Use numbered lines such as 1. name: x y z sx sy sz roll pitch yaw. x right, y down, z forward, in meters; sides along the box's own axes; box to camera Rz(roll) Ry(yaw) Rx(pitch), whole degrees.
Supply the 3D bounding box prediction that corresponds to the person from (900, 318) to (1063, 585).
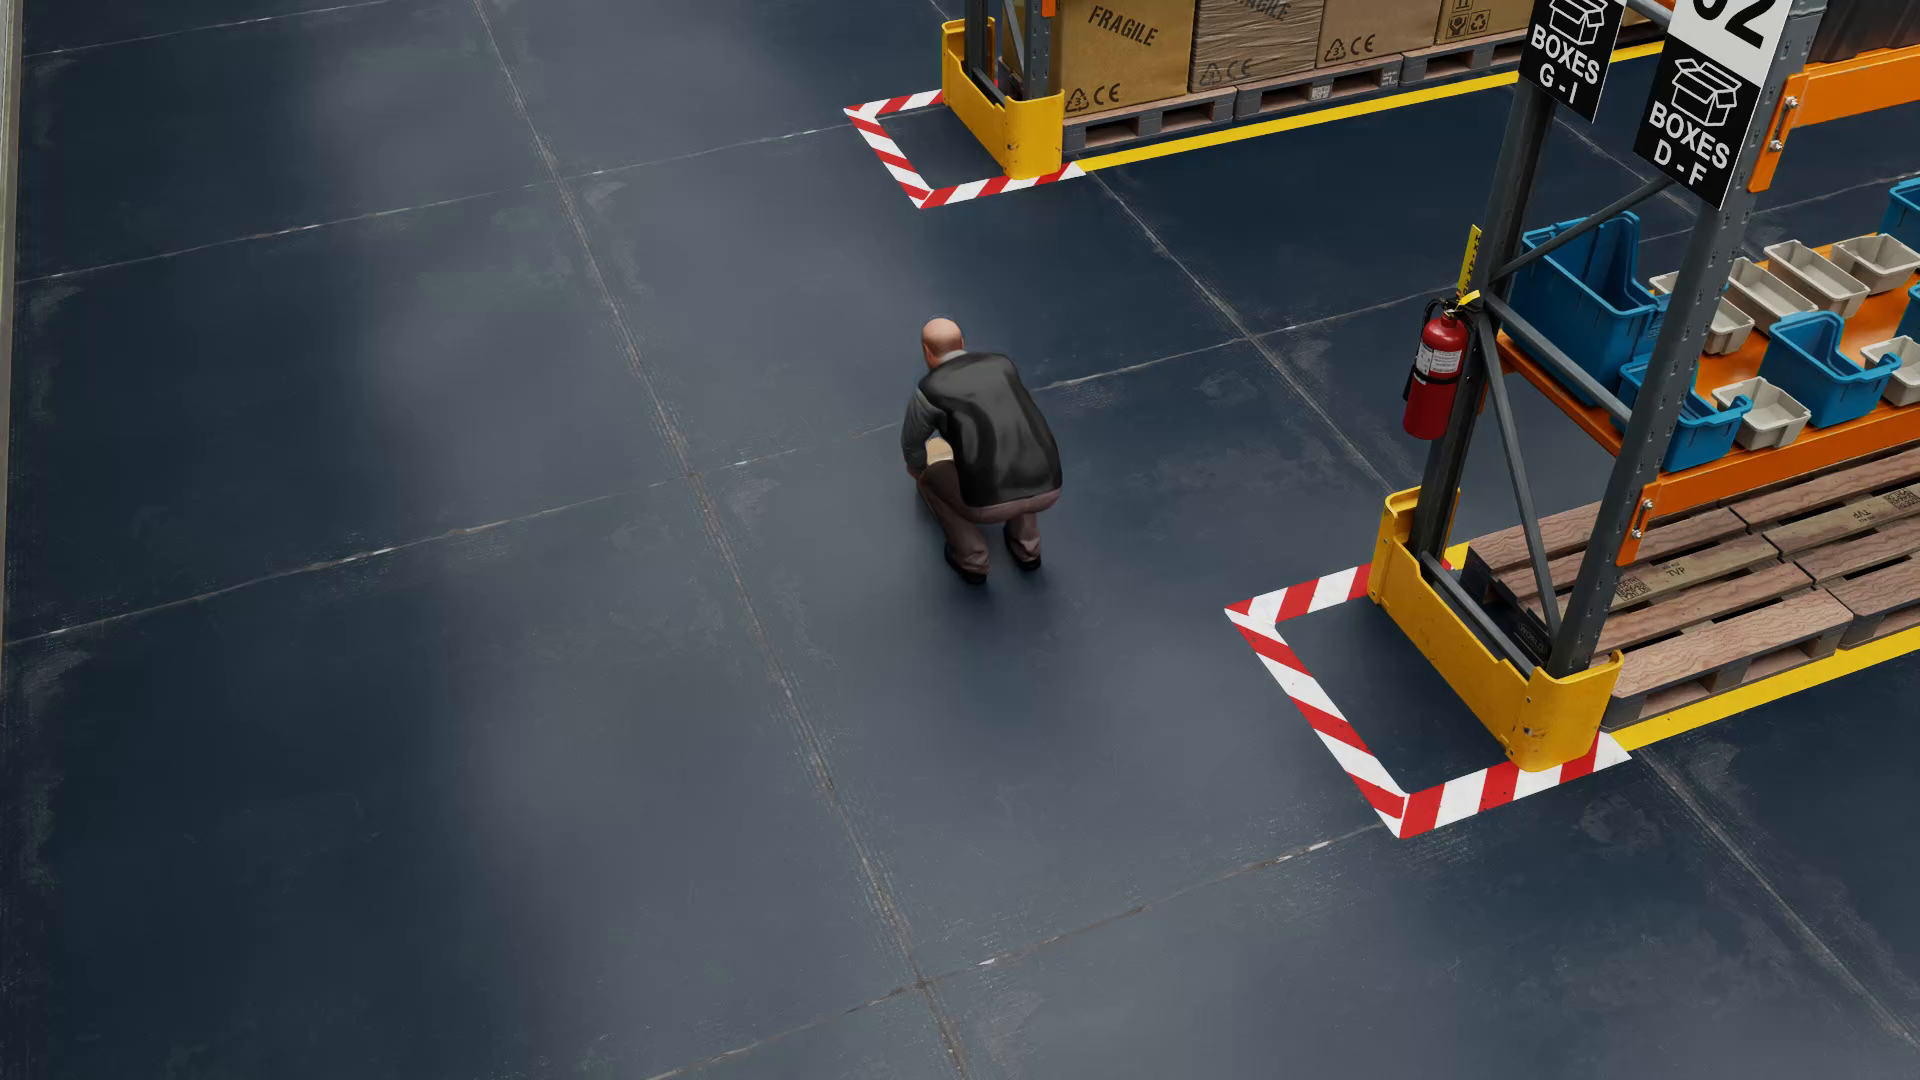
1. person: 0.074 -0.350 7.116 0.553 1.008 0.853 -15 44 -17
